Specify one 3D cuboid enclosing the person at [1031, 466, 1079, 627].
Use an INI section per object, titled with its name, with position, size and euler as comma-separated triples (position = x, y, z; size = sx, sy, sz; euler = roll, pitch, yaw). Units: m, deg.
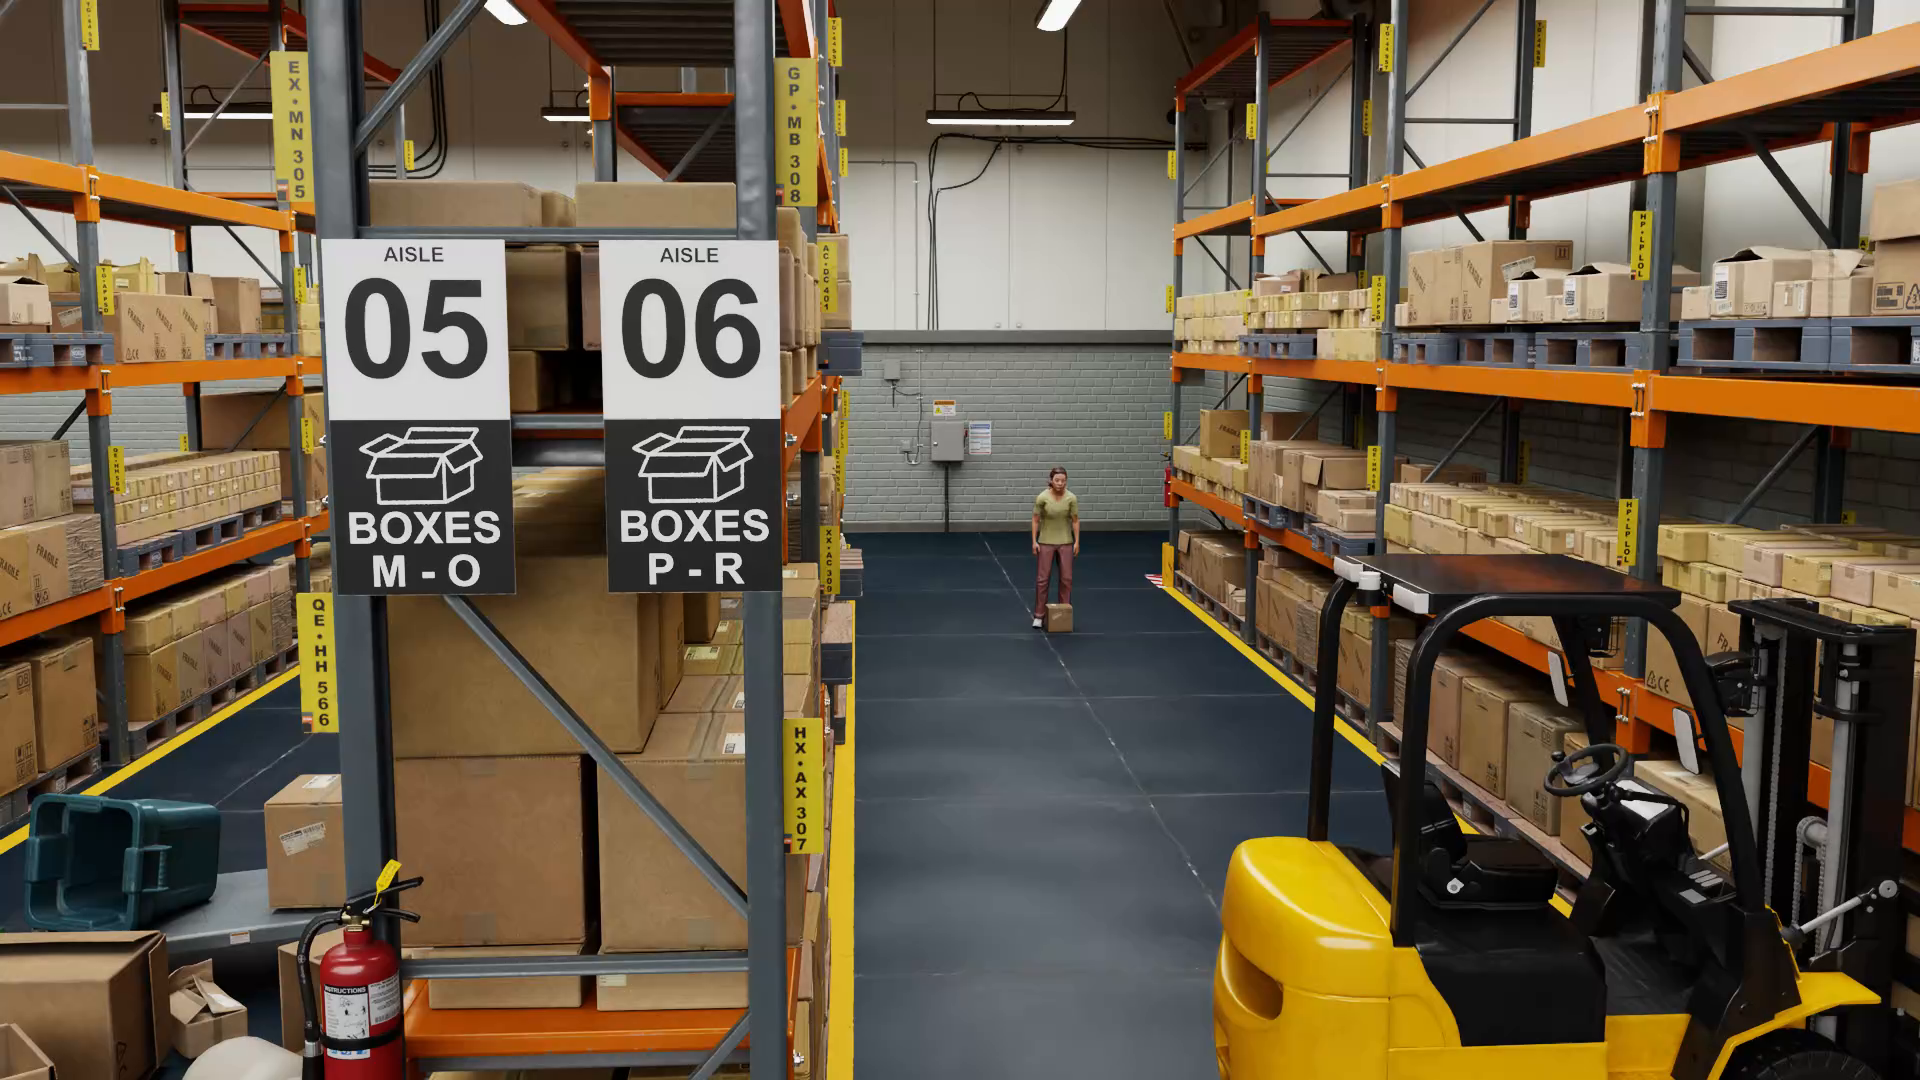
[person]
position = 0.995, 0.062, 17.249
size = 0.503, 1.672, 0.352
euler = -1, 7, -5
